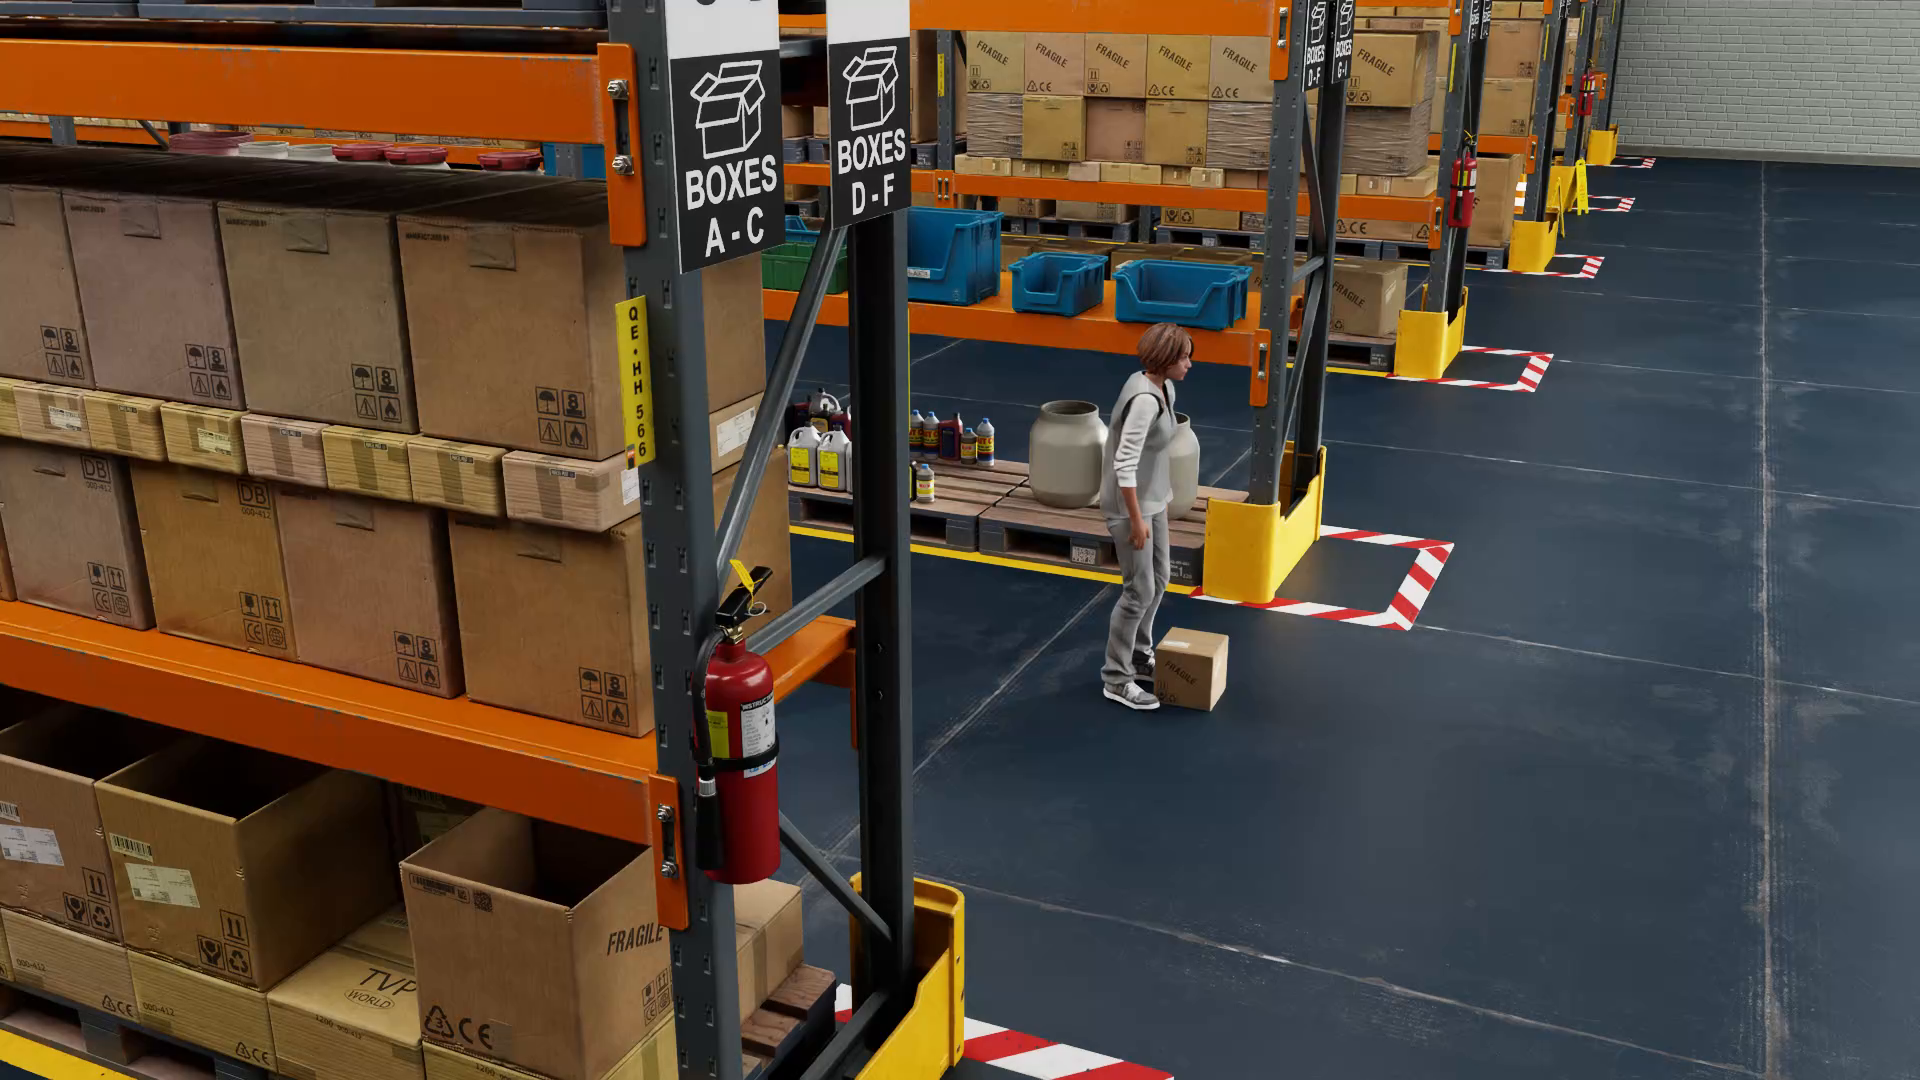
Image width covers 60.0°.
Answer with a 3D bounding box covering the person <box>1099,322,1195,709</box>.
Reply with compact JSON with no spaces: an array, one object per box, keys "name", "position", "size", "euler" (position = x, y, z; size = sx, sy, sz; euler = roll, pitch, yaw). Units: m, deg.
[{"name":"person","position":[0.762,-0.117,6.919],"size":[0.350,1.591,0.482],"euler":[7,21,19]}]
